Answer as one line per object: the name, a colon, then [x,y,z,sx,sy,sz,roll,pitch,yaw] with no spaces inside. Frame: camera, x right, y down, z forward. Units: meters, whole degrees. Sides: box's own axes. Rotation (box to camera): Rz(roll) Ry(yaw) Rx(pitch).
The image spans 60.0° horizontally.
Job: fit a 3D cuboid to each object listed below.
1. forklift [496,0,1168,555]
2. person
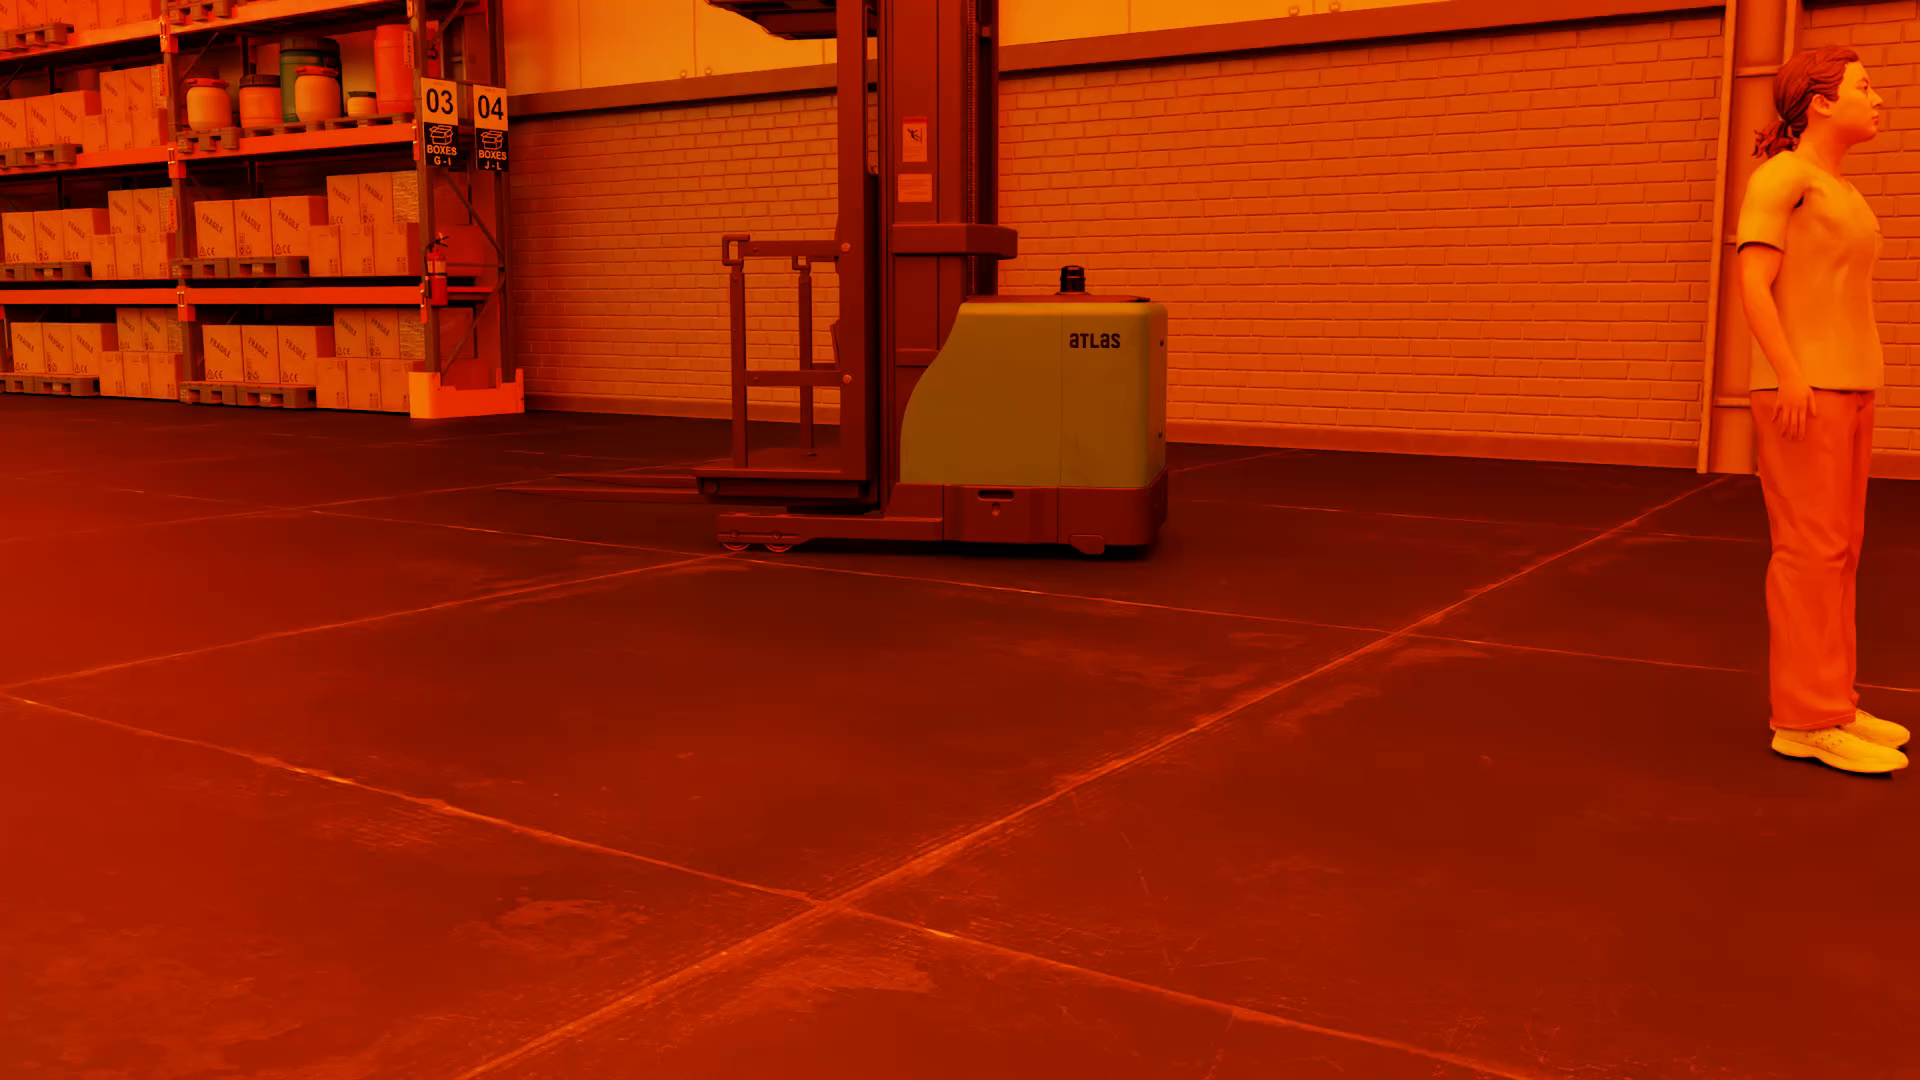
forklift: [-0.596,-1.469,7.520,3.031,2.935,1.130,2,8,12]
person: [2.077,-0.375,4.026,0.537,1.611,0.407,-8,11,-43]
